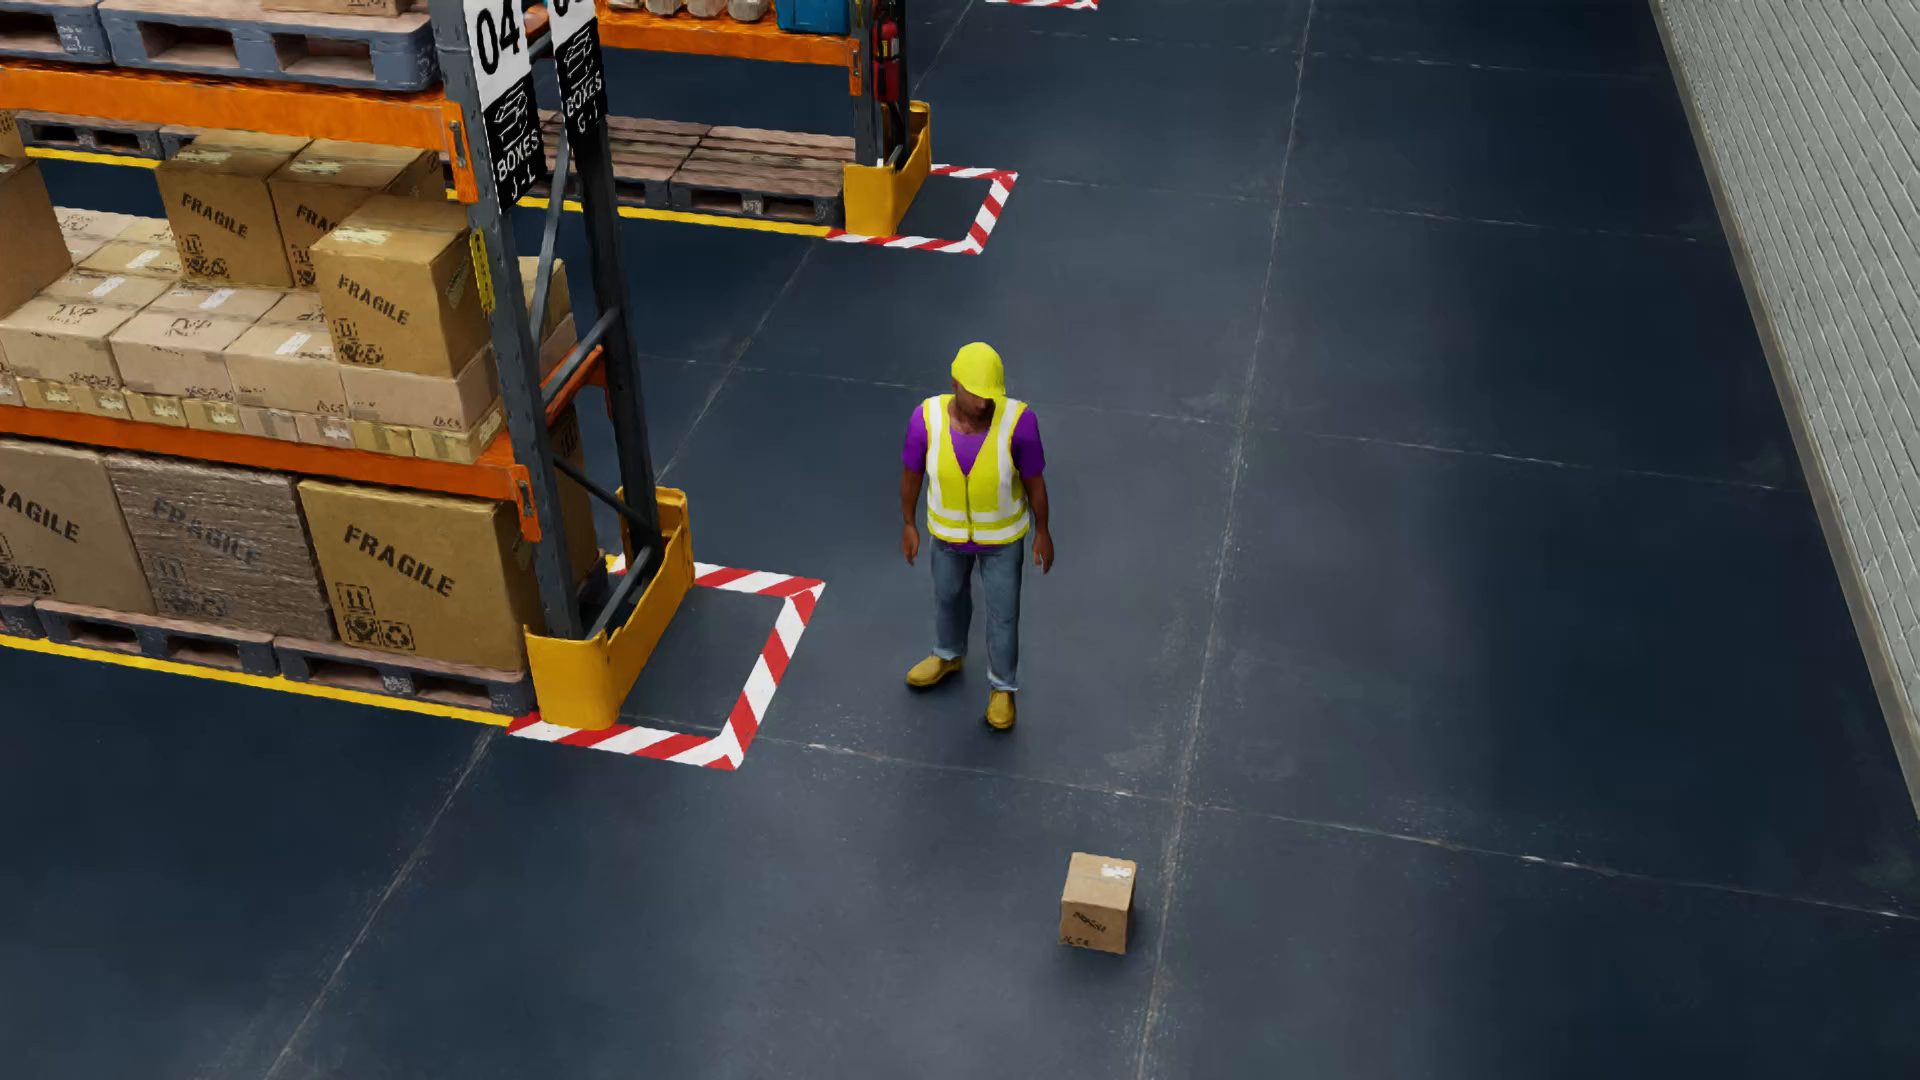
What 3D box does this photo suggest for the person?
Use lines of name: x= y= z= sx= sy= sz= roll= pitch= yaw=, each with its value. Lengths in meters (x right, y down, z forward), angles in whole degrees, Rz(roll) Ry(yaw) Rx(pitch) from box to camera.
person: x=0.061 y=-0.017 z=6.925 sx=0.655 sy=1.768 sz=0.503 roll=7 pitch=37 yaw=10
